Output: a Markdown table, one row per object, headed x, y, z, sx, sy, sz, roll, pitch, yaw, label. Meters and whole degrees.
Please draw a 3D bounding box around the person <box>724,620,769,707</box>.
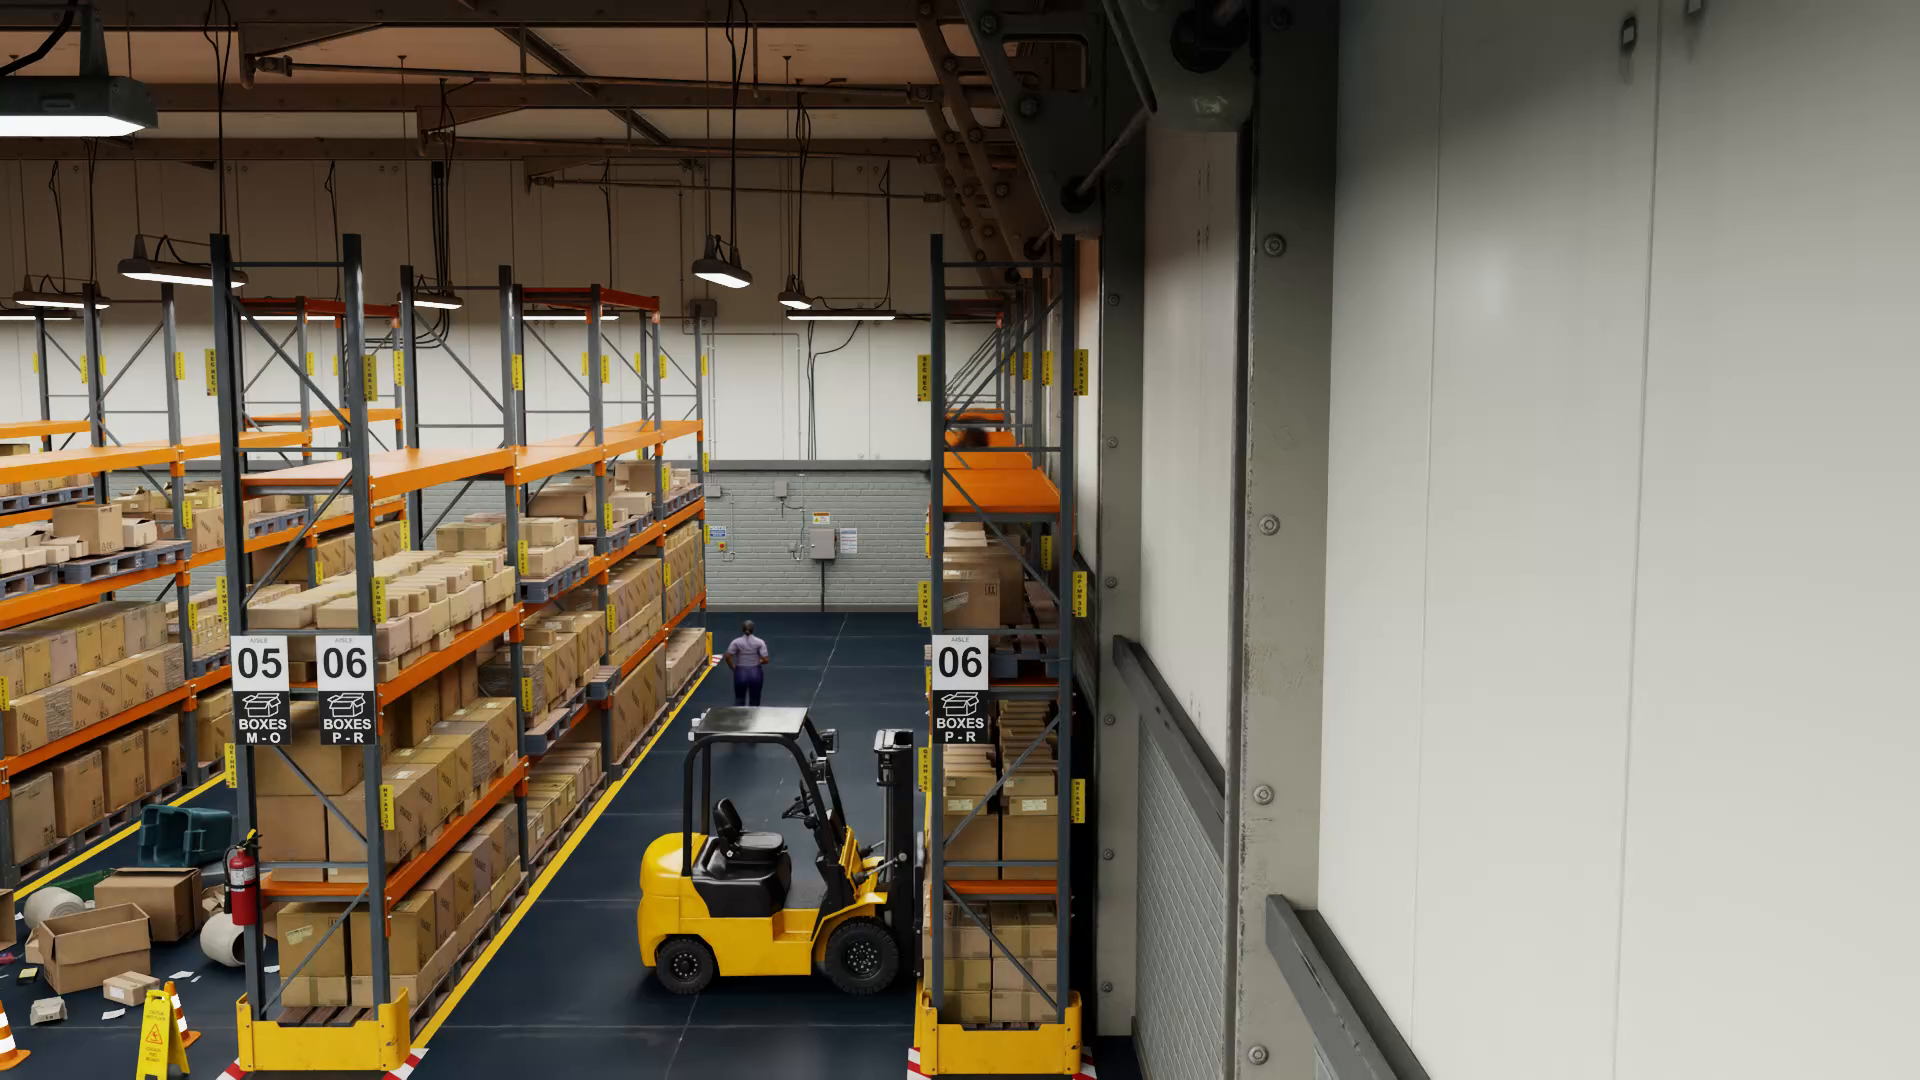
| x | y | z | sx | sy | sz | roll | pitch | yaw | label |
| --- | --- | --- | --- | --- | --- | --- | --- | --- | --- |
| -2.889 | 1.905 | 22.665 | 0.593 | 1.520 | 0.545 | 0 | 6 | -3 | person |
